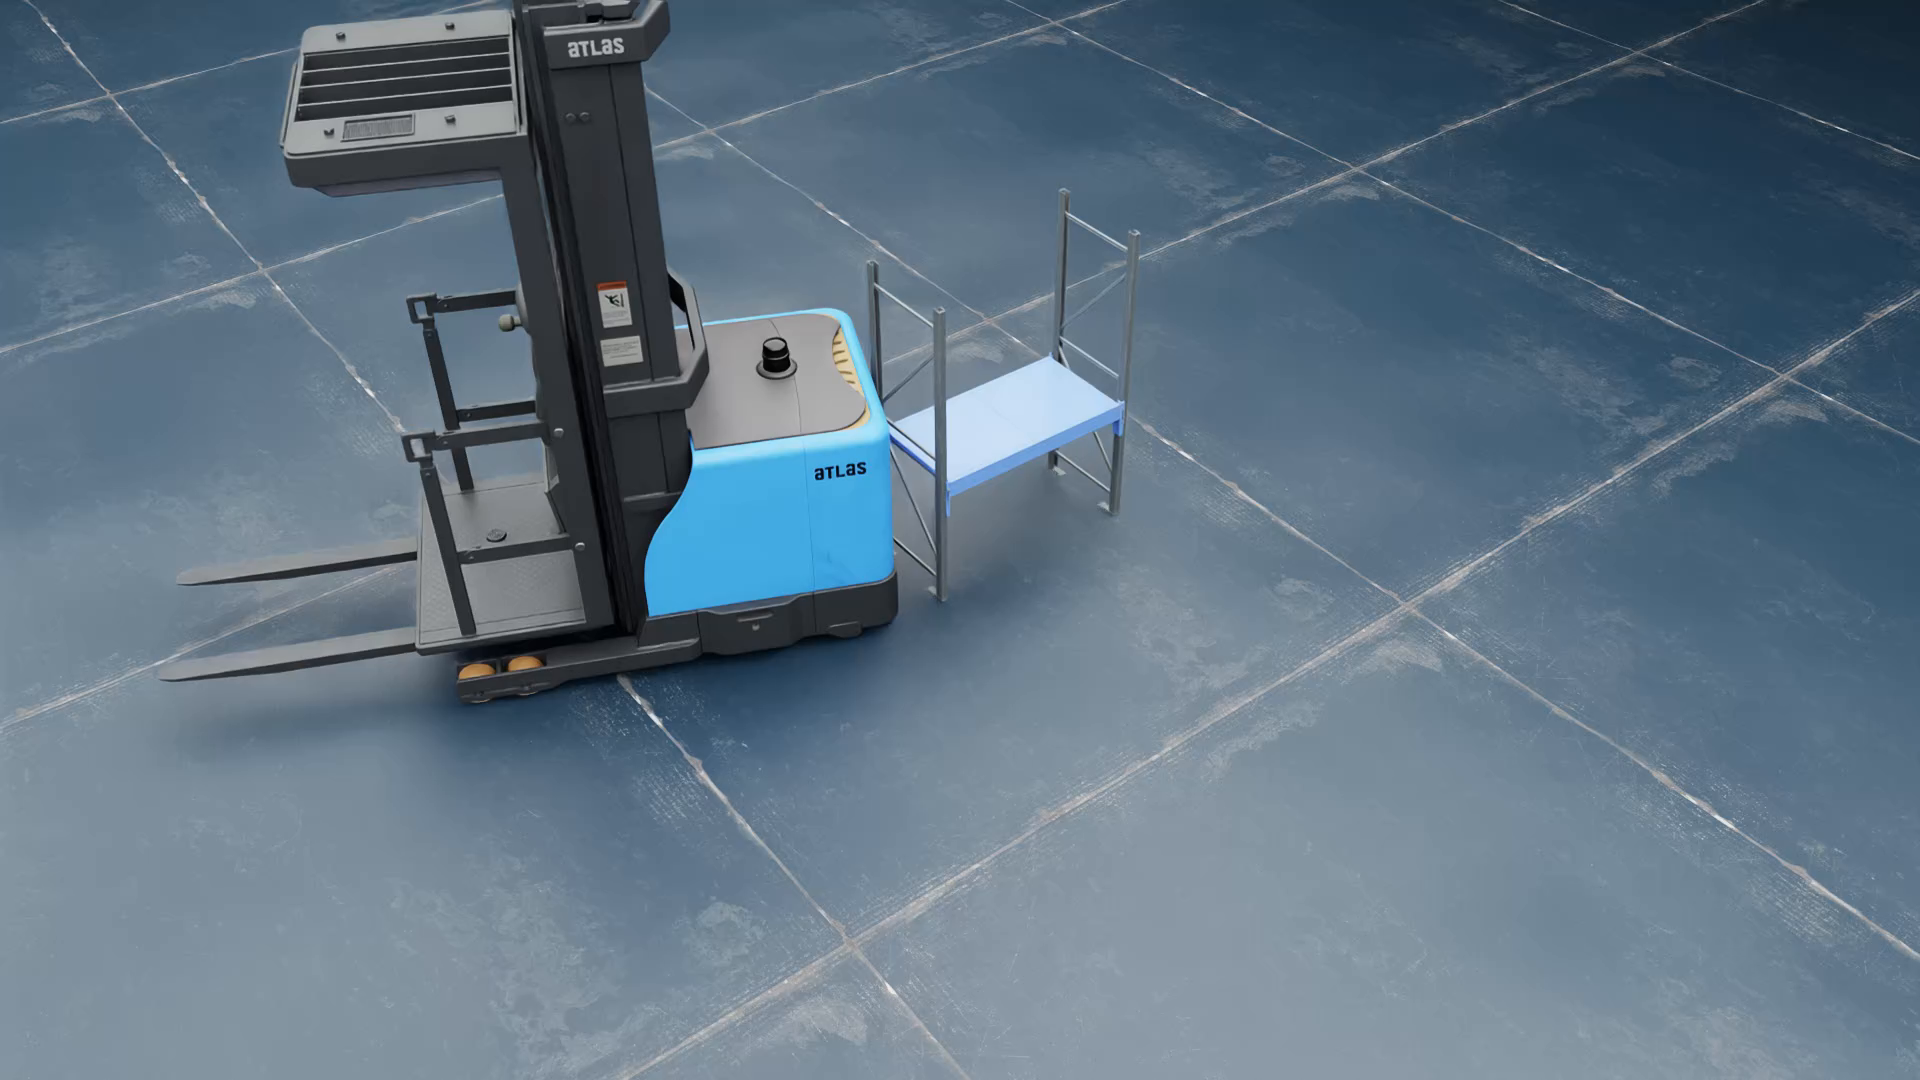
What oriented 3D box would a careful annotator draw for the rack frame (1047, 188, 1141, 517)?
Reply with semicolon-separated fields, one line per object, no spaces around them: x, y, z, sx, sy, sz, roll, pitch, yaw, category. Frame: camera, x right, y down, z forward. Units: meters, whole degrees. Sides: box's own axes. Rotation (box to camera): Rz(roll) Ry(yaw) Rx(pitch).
0.593;-0.823;7.571;0.032;1.500;0.500;-26;46;-28;rack frame

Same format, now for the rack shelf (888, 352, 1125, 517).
0.188;-0.489;7.447;1.000;0.185;0.538;-26;46;-28;rack shelf

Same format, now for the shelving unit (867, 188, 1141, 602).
0.188;-0.628;7.333;1.048;1.500;0.538;-26;46;-28;shelving unit

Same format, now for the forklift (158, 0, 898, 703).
-1.843;-0.825;6.445;3.031;2.935;1.130;-9;40;-10;forklift

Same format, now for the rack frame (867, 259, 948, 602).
-0.218;-0.434;7.096;0.032;1.500;0.500;-26;46;-28;rack frame
